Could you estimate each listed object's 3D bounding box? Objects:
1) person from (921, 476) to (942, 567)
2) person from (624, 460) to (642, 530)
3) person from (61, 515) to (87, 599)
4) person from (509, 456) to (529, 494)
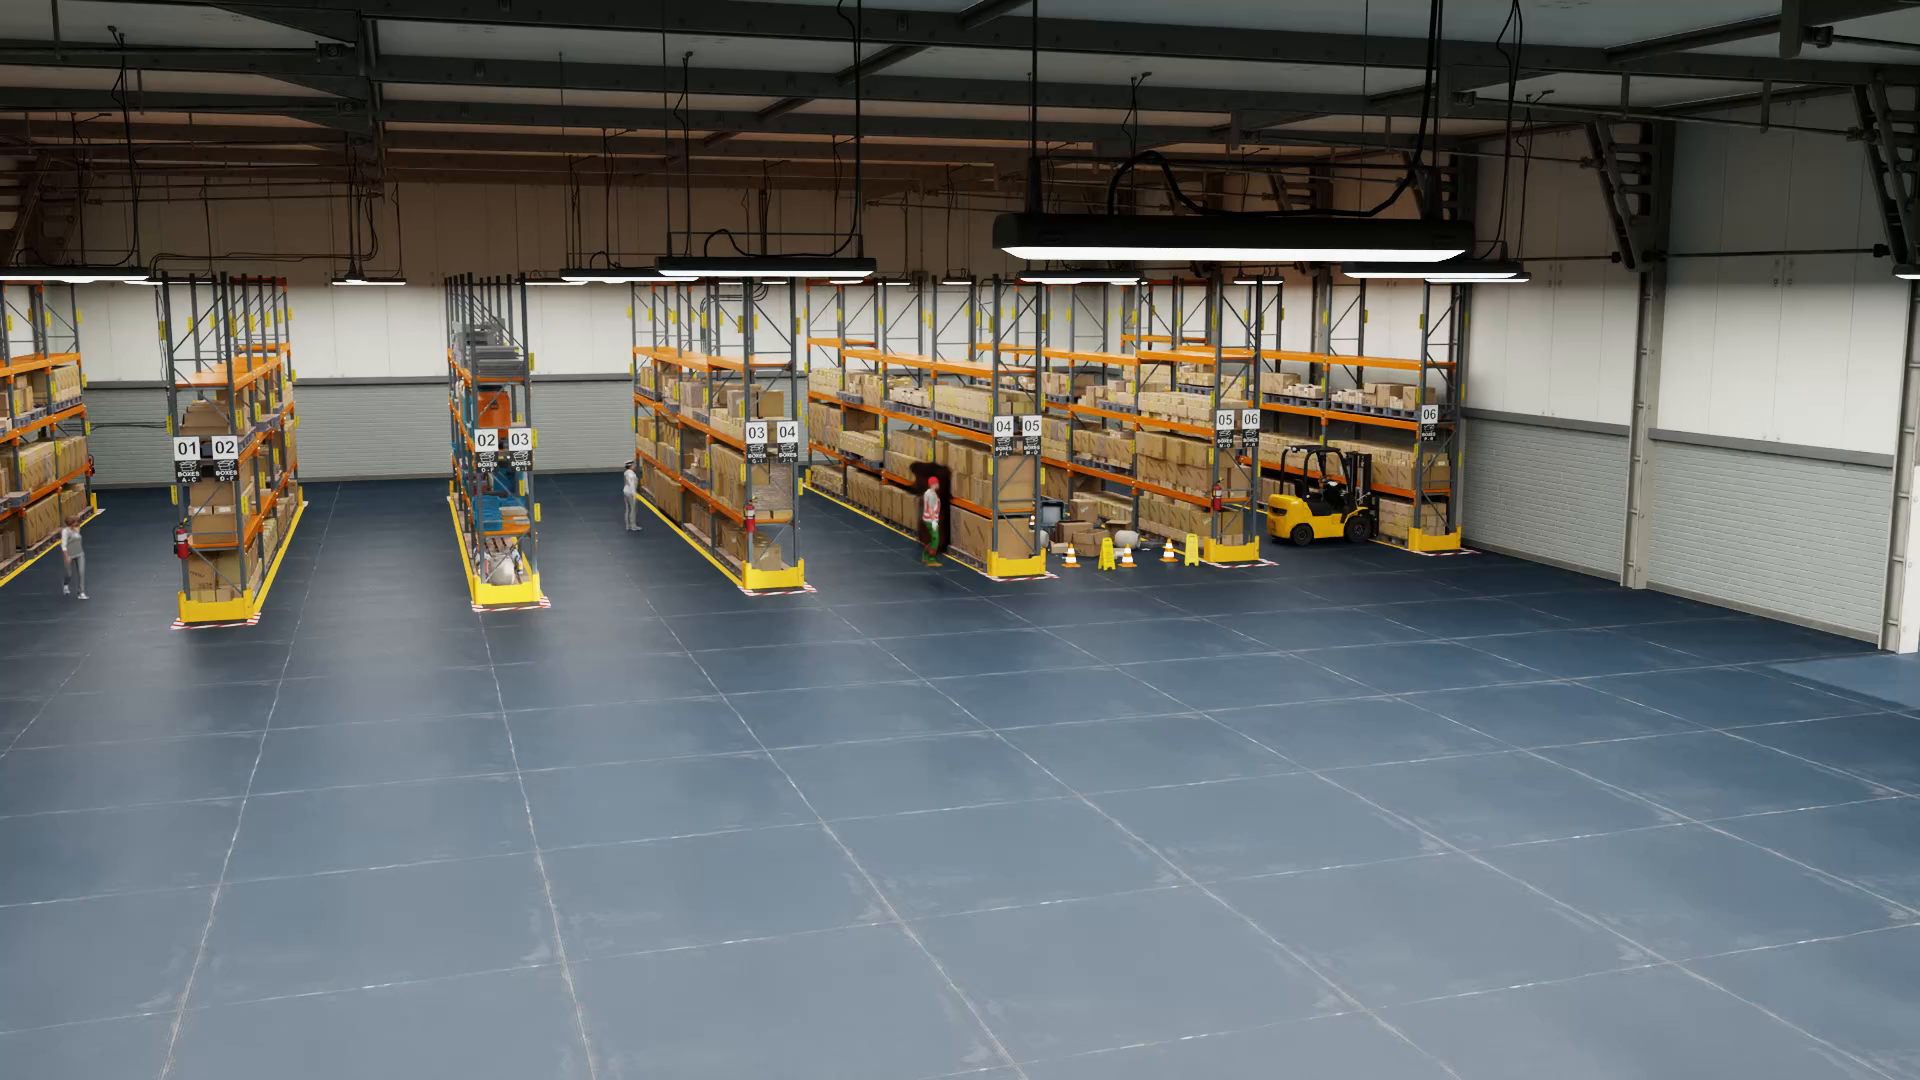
[{"bbox_3d":[-0.551,-0.343,32.700,0.400,1.830,0.648,-1,9,-8],"label":"person"},{"bbox_3d":[-7.788,-1.076,39.535,0.381,1.680,0.547,-4,10,-27],"label":"person"},{"bbox_3d":[-16.497,0.301,30.893,0.401,1.559,0.772,-7,11,-39],"label":"person"},{"bbox_3d":[-12.385,-2.197,46.661,0.582,1.738,1.010,-5,10,-28],"label":"person"}]
